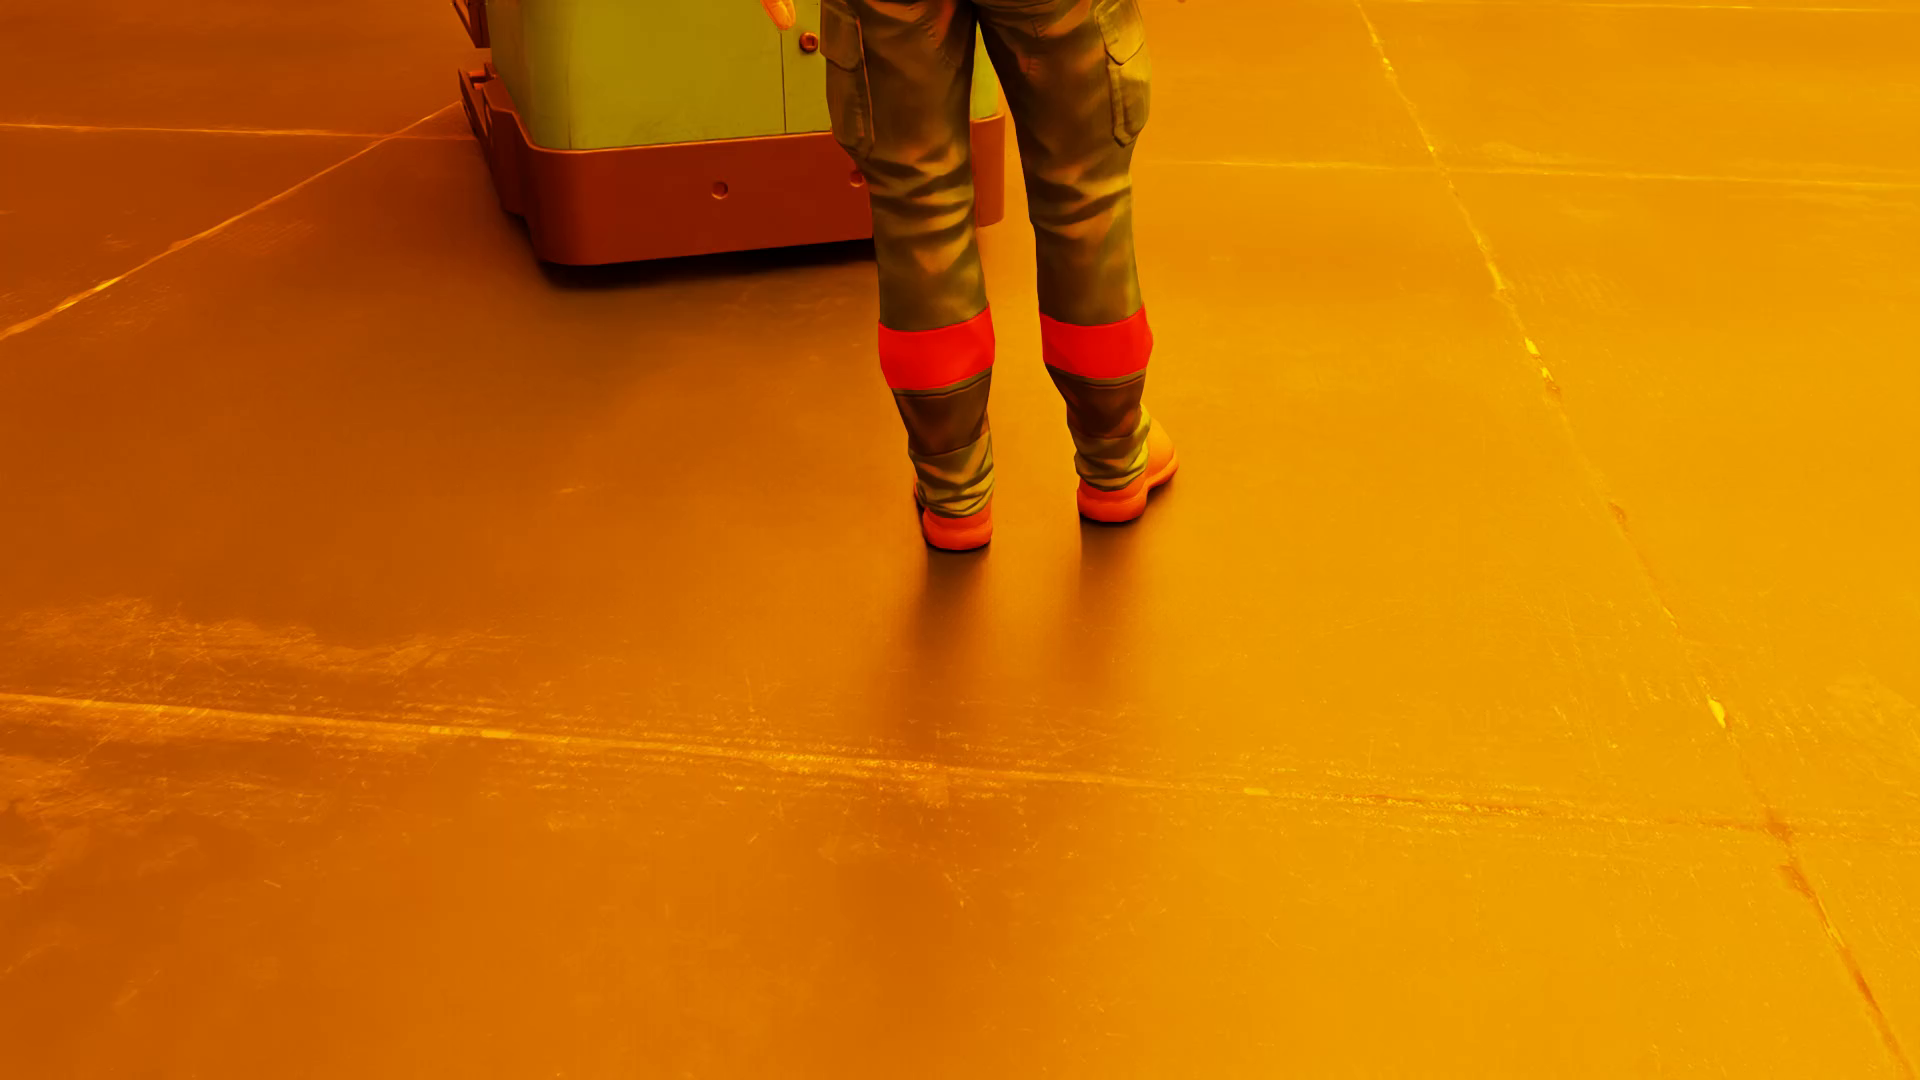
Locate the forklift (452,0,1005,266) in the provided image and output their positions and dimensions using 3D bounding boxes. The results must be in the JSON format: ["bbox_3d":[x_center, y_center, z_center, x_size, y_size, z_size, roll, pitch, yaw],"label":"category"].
[{"bbox_3d":[-0.864,-2.525,4.277,1.130,2.935,3.031,-9,28,-17],"label":"forklift"}]

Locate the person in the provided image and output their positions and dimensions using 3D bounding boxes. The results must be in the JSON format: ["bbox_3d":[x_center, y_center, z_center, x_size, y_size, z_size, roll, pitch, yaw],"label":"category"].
[{"bbox_3d":[0.023,-0.842,2.167,0.638,1.788,0.563,3,27,7],"label":"person"}]
